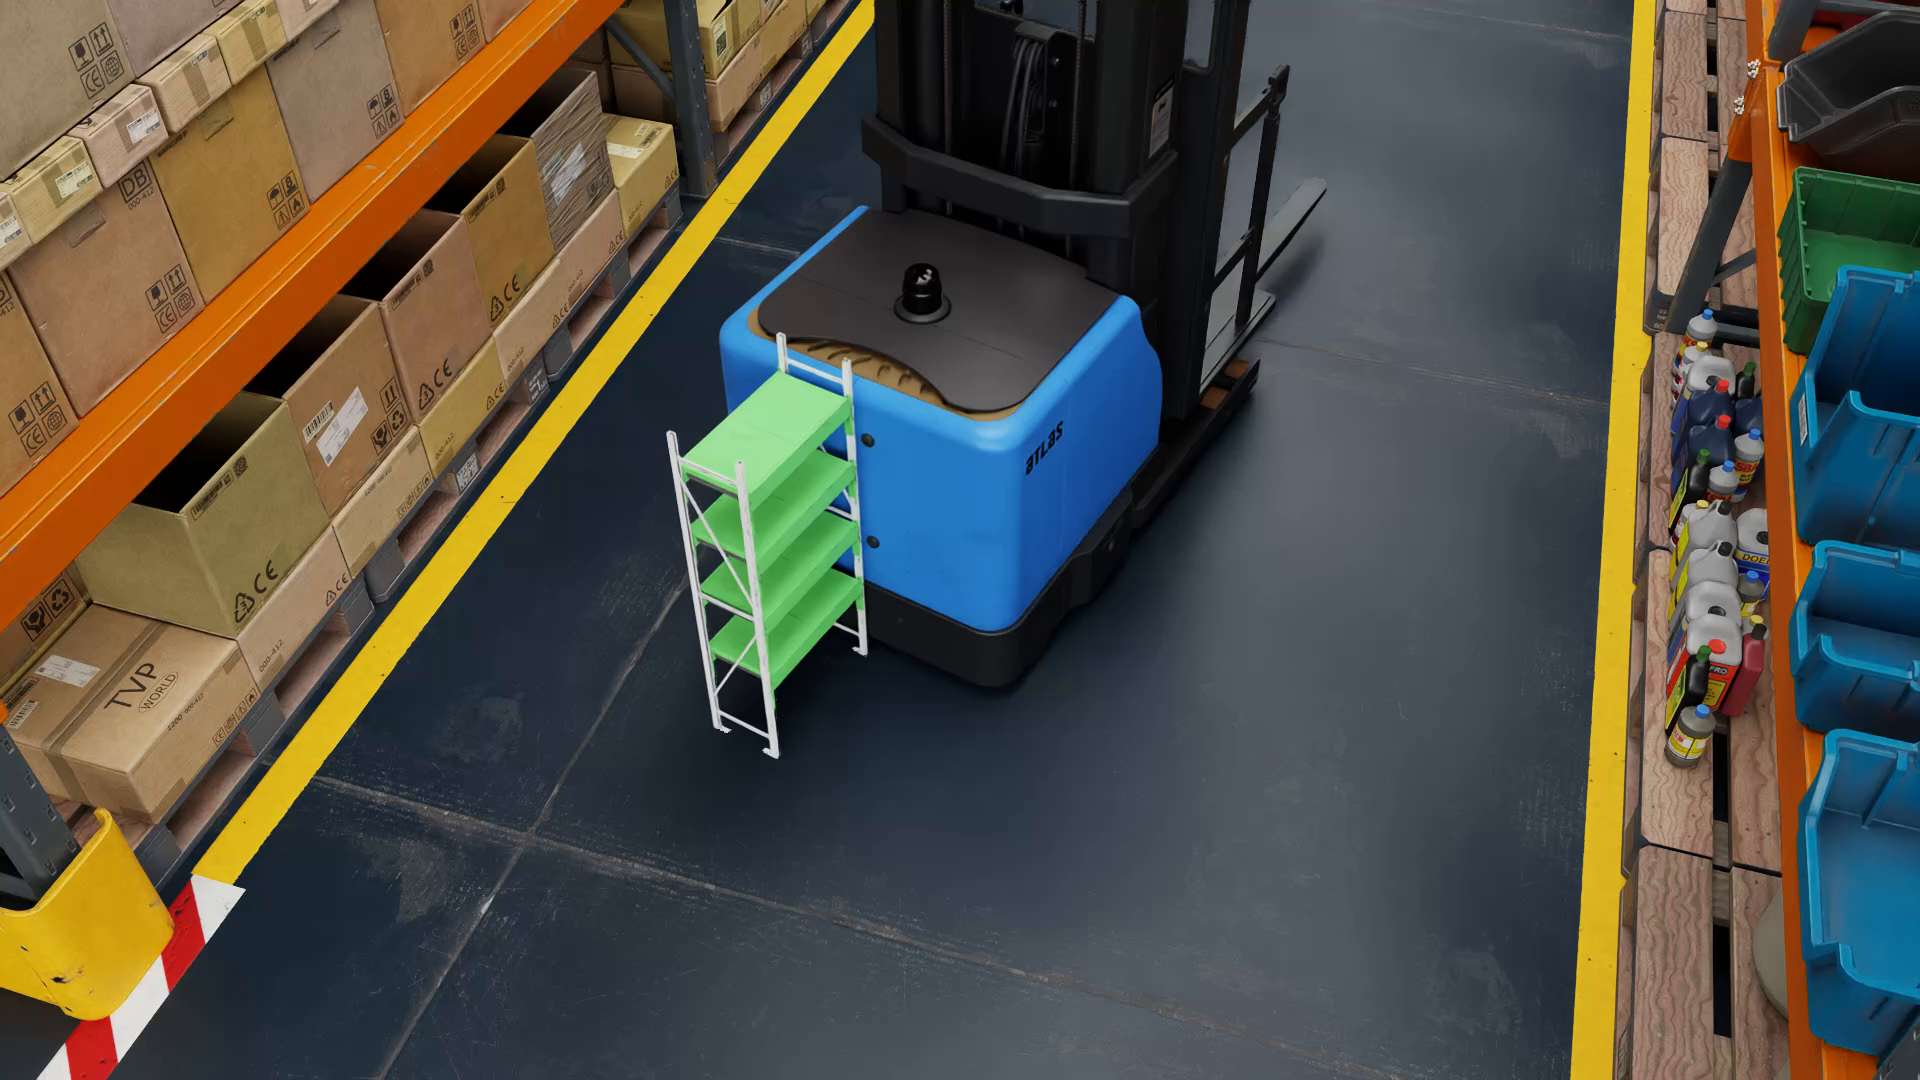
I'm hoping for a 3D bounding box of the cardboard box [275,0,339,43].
[{"bbox_3d":[-1.983,-1.540,4.643,0.380,0.149,0.250,13,46,13],"label":"cardboard box"}]

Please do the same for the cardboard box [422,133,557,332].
[{"bbox_3d":[-1.805,-1.113,5.872,0.500,0.500,0.500,13,46,13],"label":"cardboard box"}]

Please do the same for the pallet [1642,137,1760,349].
[{"bbox_3d":[3.358,-1.181,6.806,1.003,0.211,1.213,13,46,13],"label":"pallet"}]

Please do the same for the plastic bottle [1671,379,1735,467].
[{"bbox_3d":[2.517,-0.407,5.600,0.144,0.351,0.185,14,46,14],"label":"plastic bottle"}]

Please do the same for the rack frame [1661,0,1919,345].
[{"bbox_3d":[3.157,-1.646,5.288,1.000,3.000,0.127,13,46,13],"label":"rack frame"}]

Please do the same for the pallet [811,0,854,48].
[{"bbox_3d":[-1.009,-3.016,8.682,1.003,0.211,1.213,13,46,13],"label":"pallet"}]

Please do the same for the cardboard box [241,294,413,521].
[{"bbox_3d":[-2.110,-0.447,5.192,0.500,0.500,0.500,13,46,13],"label":"cardboard box"}]

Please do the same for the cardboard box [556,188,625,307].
[{"bbox_3d":[-1.655,-1.179,6.475,0.500,0.250,0.500,13,46,13],"label":"cardboard box"}]

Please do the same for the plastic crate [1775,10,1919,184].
[{"bbox_3d":[2.878,-1.302,4.980,0.767,0.338,0.504,13,46,13],"label":"plastic crate"}]

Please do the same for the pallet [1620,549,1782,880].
[{"bbox_3d":[2.547,0.605,4.981,1.003,0.211,1.213,13,46,13],"label":"pallet"}]

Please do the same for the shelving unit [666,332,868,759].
[{"bbox_3d":[-0.530,0.045,4.846,0.258,1.200,0.503,23,49,22],"label":"shelving unit"}]

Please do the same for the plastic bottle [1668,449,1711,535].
[{"bbox_3d":[2.371,-0.155,5.392,0.061,0.283,0.133,14,46,14],"label":"plastic bottle"}]

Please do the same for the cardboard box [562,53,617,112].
[{"bbox_3d":[-1.713,-2.203,7.522,0.500,0.250,0.500,12,46,12],"label":"cardboard box"}]

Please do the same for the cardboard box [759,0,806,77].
[{"bbox_3d":[-1.048,-2.422,7.746,0.500,0.250,0.500,14,46,14],"label":"cardboard box"}]

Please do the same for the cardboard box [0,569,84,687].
[{"bbox_3d":[-2.895,0.113,4.620,0.500,0.500,0.500,13,46,13],"label":"cardboard box"}]

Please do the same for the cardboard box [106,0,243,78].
[{"bbox_3d":[-2.298,-1.563,4.203,0.700,0.500,0.500,13,46,13],"label":"cardboard box"}]

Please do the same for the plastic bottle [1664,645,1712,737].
[{"bbox_3d":[2.102,0.435,4.789,0.061,0.283,0.133,14,46,13],"label":"plastic bottle"}]

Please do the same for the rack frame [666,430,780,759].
[{"bbox_3d":[-0.657,0.191,4.697,0.240,1.200,0.015,23,49,22],"label":"rack frame"}]

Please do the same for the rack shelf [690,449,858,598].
[{"bbox_3d":[-0.530,-0.081,4.723,0.258,0.148,0.480,23,49,22],"label":"rack shelf"}]

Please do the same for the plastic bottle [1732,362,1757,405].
[{"bbox_3d":[2.673,-0.470,5.713,0.061,0.283,0.133,13,46,13],"label":"plastic bottle"}]

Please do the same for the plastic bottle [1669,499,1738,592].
[{"bbox_3d":[2.332,0.003,5.182,0.144,0.351,0.185,12,46,12],"label":"plastic bottle"}]

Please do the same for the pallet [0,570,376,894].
[{"bbox_3d":[-2.582,0.446,5.143,1.003,0.211,1.213,13,46,13],"label":"pallet"}]

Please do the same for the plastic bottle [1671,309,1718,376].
[{"bbox_3d":[2.643,-0.709,5.966,0.097,0.271,0.097,0,44,0],"label":"plastic bottle"}]

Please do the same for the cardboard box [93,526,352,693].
[{"bbox_3d":[-2.251,0.157,5.111,0.500,0.250,0.500,13,46,13],"label":"cardboard box"}]

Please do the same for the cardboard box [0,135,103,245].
[{"bbox_3d":[-2.295,-0.858,3.946,0.380,0.149,0.250,13,46,13],"label":"cardboard box"}]

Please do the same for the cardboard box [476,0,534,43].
[{"bbox_3d":[-1.844,-2.084,5.663,0.700,0.500,0.500,12,46,12],"label":"cardboard box"}]

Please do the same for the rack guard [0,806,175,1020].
[{"bbox_3d":[-2.781,0.878,4.495,1.175,0.500,0.348,13,46,13],"label":"rack guard"}]

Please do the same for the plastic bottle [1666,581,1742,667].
[{"bbox_3d":[2.229,0.265,4.968,0.152,0.276,0.135,11,46,11],"label":"plastic bottle"}]

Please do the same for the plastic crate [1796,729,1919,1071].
[{"bbox_3d":[1.812,0.676,3.021,0.499,0.251,0.616,13,46,13],"label":"plastic crate"}]

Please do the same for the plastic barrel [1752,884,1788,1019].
[{"bbox_3d":[2.224,0.970,4.092,0.421,0.512,0.421,0,44,0],"label":"plastic barrel"}]

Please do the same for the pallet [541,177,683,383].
[{"bbox_3d":[-1.843,-1.180,6.805,1.003,0.211,1.213,13,46,13],"label":"pallet"}]

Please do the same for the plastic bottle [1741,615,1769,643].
[{"bbox_3d":[2.353,0.305,4.980,0.097,0.201,0.097,0,44,0],"label":"plastic bottle"}]

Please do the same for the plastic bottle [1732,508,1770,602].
[{"bbox_3d":[2.480,0.044,5.193,0.152,0.276,0.135,13,46,13],"label":"plastic bottle"}]

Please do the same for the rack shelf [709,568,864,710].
[{"bbox_3d":[-0.530,0.262,5.059,0.258,0.148,0.480,23,49,22],"label":"rack shelf"}]

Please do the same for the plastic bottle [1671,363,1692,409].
[{"bbox_3d":[2.581,-0.548,5.852,0.097,0.201,0.097,0,44,0],"label":"plastic bottle"}]

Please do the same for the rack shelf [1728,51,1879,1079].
[{"bbox_3d":[2.552,-0.056,4.177,1.077,0.370,4.000,13,46,13],"label":"rack shelf"}]

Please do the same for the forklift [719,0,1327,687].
[{"bbox_3d":[0.468,-1.606,5.296,1.130,2.935,3.031,23,49,22],"label":"forklift"}]

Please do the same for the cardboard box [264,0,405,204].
[{"bbox_3d":[-2.154,-1.408,4.973,0.700,0.500,0.500,14,46,14],"label":"cardboard box"}]

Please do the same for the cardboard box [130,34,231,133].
[{"bbox_3d":[-2.138,-1.204,4.300,0.380,0.149,0.250,11,45,11],"label":"cardboard box"}]

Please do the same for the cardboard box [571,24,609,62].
[{"bbox_3d":[-1.713,-2.396,7.319,0.500,0.311,0.500,13,46,13],"label":"cardboard box"}]

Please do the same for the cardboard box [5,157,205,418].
[{"bbox_3d":[-2.466,-0.727,4.277,0.700,0.500,0.500,14,46,14],"label":"cardboard box"}]

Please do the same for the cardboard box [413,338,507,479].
[{"bbox_3d":[-1.943,-0.509,5.791,0.500,0.250,0.500,13,46,13],"label":"cardboard box"}]

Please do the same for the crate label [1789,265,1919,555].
[{"bbox_3d":[2.246,-0.277,3.863,0.502,0.435,0.616,13,46,13],"label":"crate label"}]

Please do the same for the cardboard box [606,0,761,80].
[{"bbox_3d":[-1.200,-2.288,7.209,0.500,0.311,0.500,13,46,13],"label":"cardboard box"}]

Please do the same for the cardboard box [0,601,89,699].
[{"bbox_3d":[-2.893,0.381,4.882,0.500,0.250,0.500,13,46,13],"label":"cardboard box"}]

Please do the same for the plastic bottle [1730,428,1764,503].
[{"bbox_3d":[2.589,-0.256,5.503,0.097,0.271,0.097,0,44,0],"label":"plastic bottle"}]

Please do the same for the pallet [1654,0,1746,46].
[{"bbox_3d":[4.097,-2.808,8.468,1.003,0.211,1.213,13,46,13],"label":"pallet"}]
